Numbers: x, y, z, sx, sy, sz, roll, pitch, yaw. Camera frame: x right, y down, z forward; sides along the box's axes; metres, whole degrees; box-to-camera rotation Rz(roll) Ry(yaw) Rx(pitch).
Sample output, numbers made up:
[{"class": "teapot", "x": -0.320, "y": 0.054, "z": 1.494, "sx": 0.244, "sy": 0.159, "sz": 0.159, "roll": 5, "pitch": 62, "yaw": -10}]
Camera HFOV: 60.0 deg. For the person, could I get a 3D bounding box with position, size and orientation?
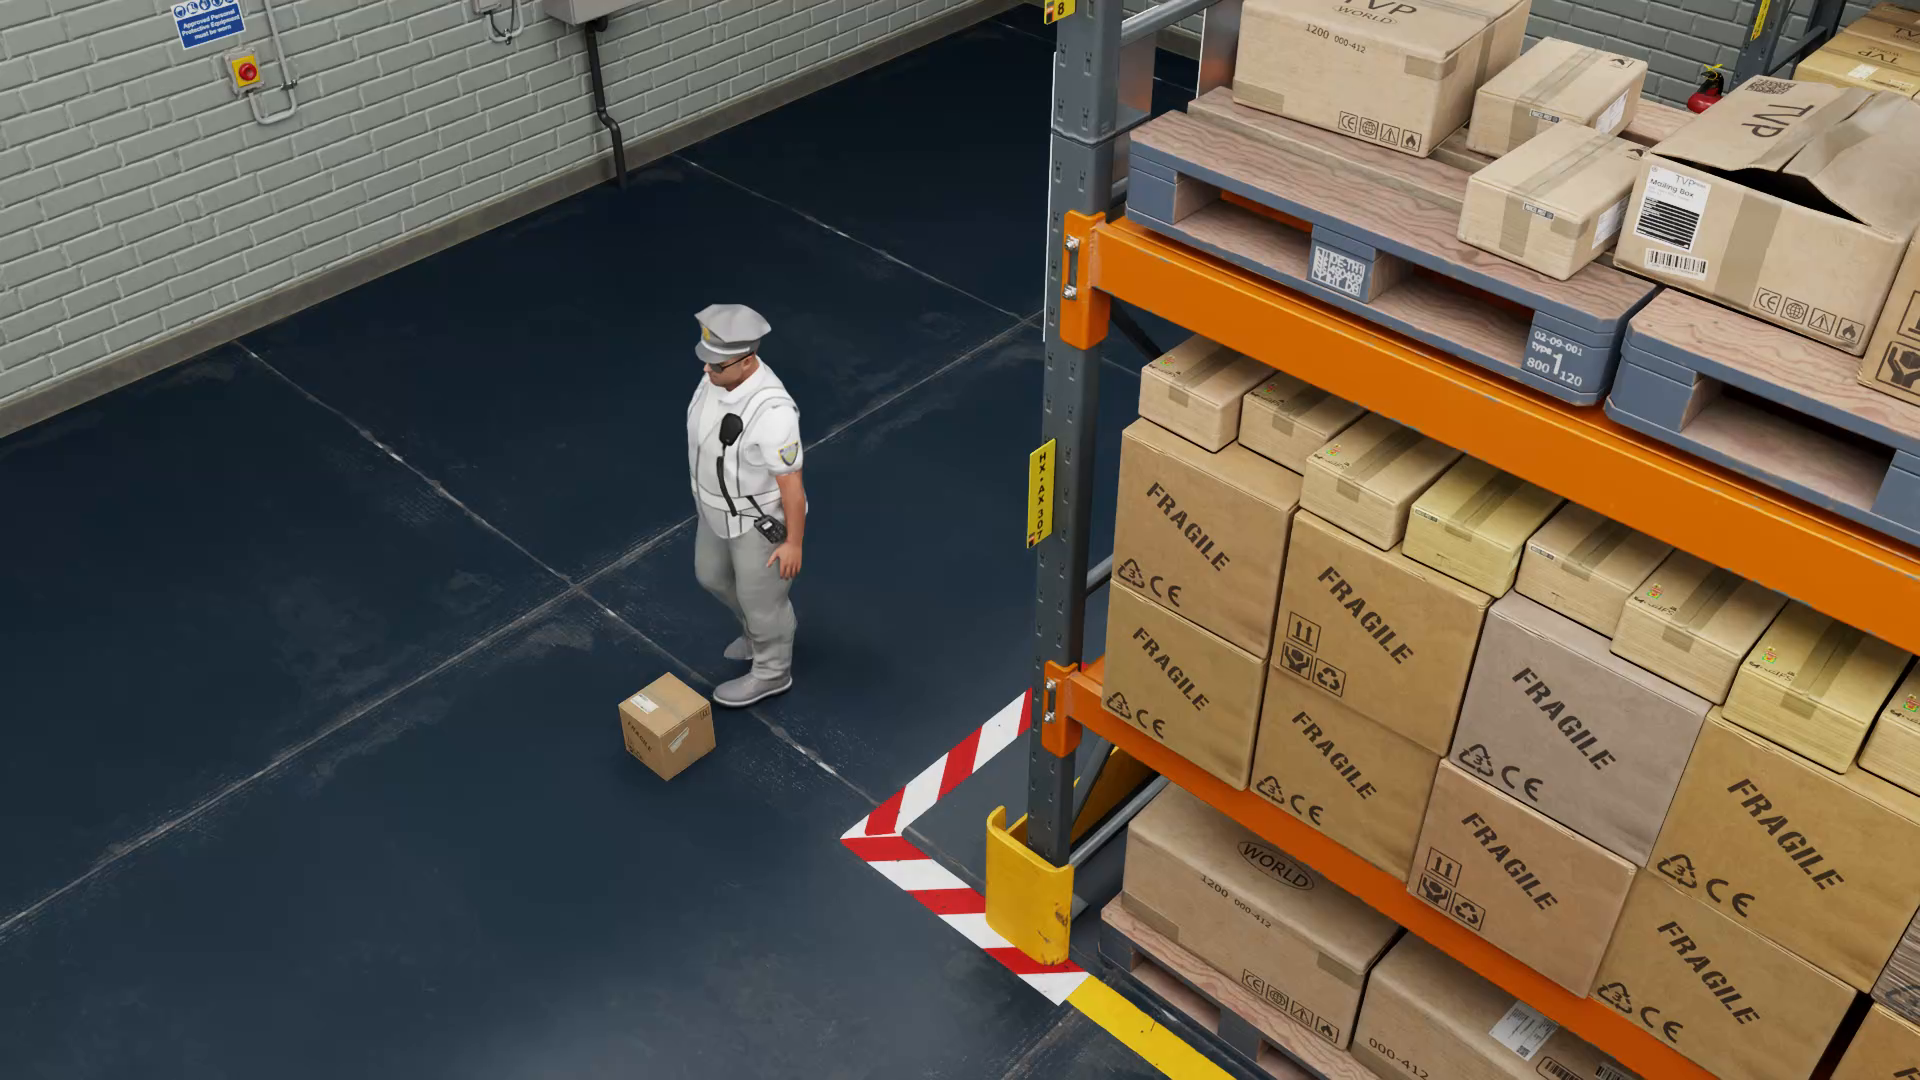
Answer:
[{"class": "person", "x": -0.812, "y": -0.080, "z": 6.270, "sx": 0.444, "sy": 1.809, "sz": 0.567, "roll": -23, "pitch": 44, "yaw": -25}]
